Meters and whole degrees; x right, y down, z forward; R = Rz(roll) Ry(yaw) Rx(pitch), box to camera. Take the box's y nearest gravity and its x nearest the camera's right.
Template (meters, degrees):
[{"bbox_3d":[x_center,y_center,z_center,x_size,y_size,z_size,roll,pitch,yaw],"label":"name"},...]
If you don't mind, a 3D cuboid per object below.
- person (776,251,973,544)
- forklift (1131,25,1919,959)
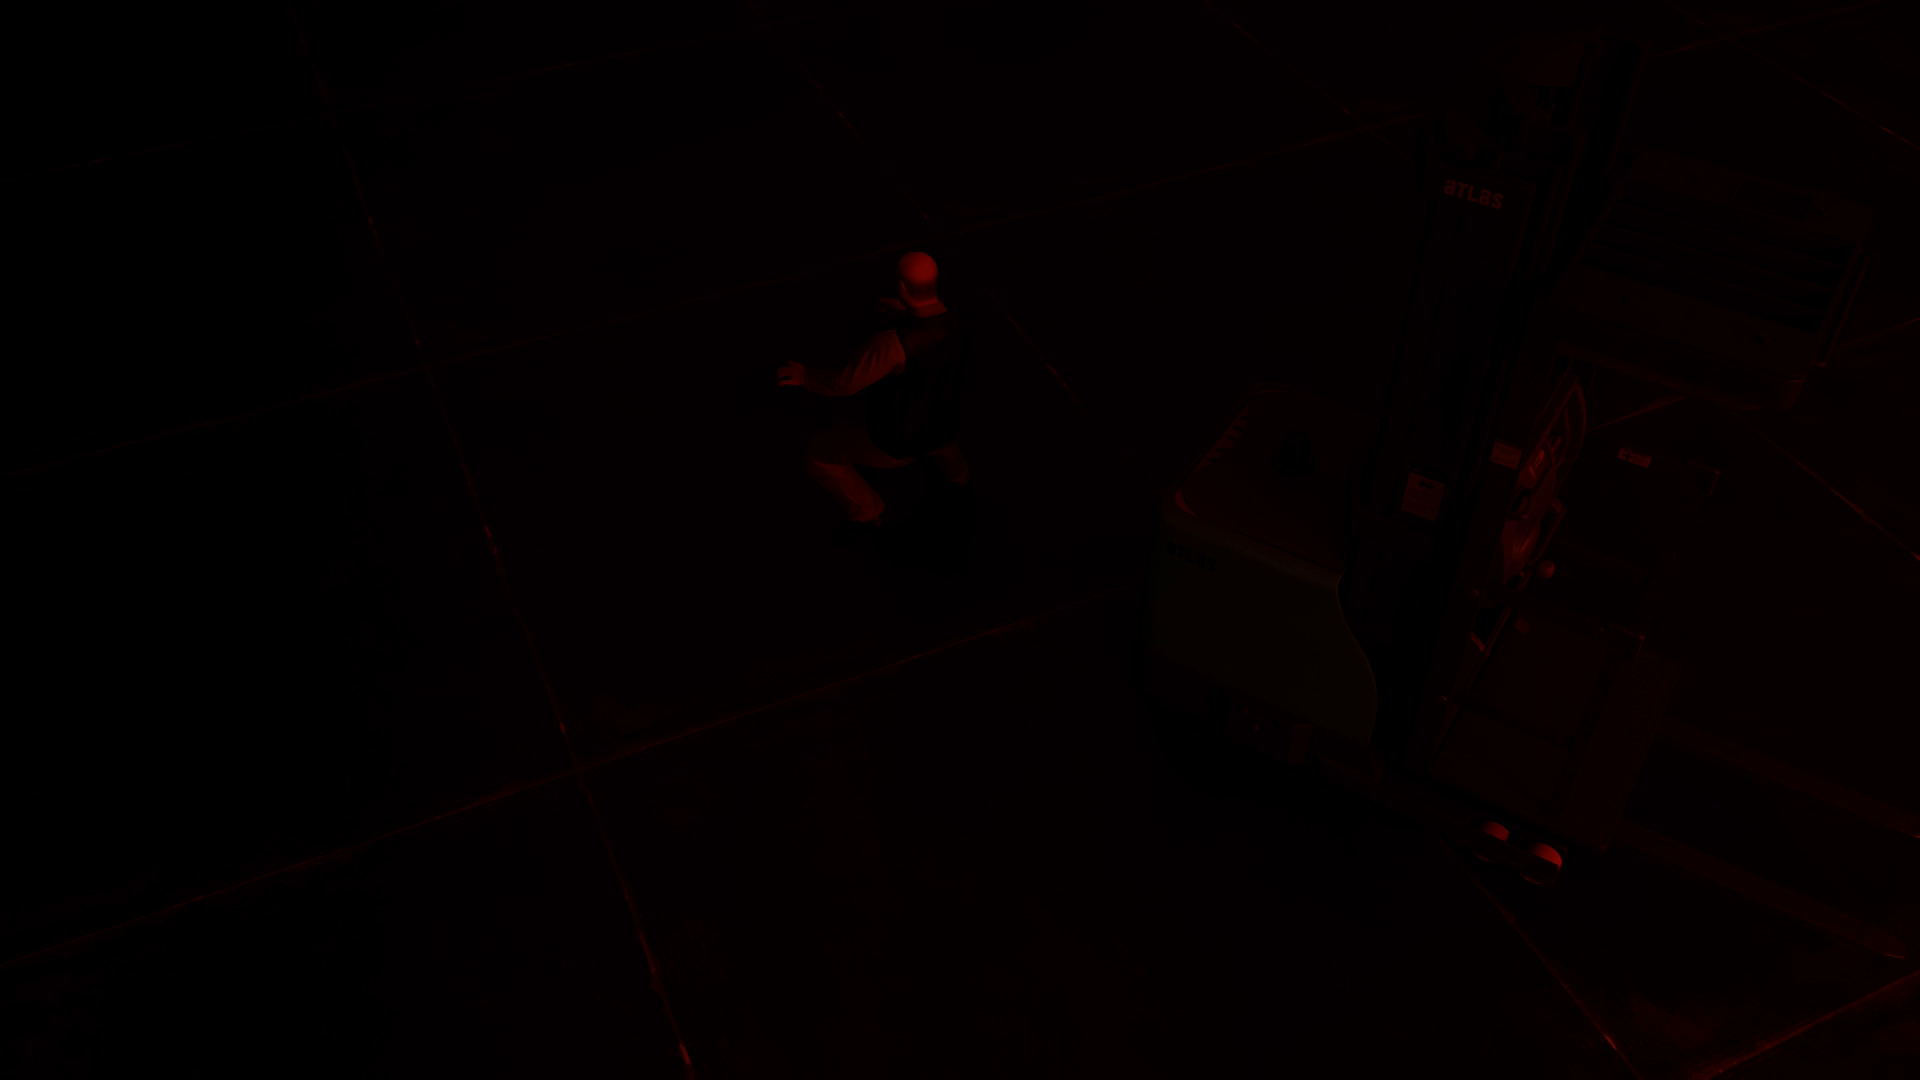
[{"bbox_3d":[-0.309,-0.649,7.411,0.949,1.522,0.770,-30,51,-28],"label":"person"},{"bbox_3d":[2.251,-0.164,5.856,3.031,2.935,1.130,23,48,23],"label":"forklift"}]
